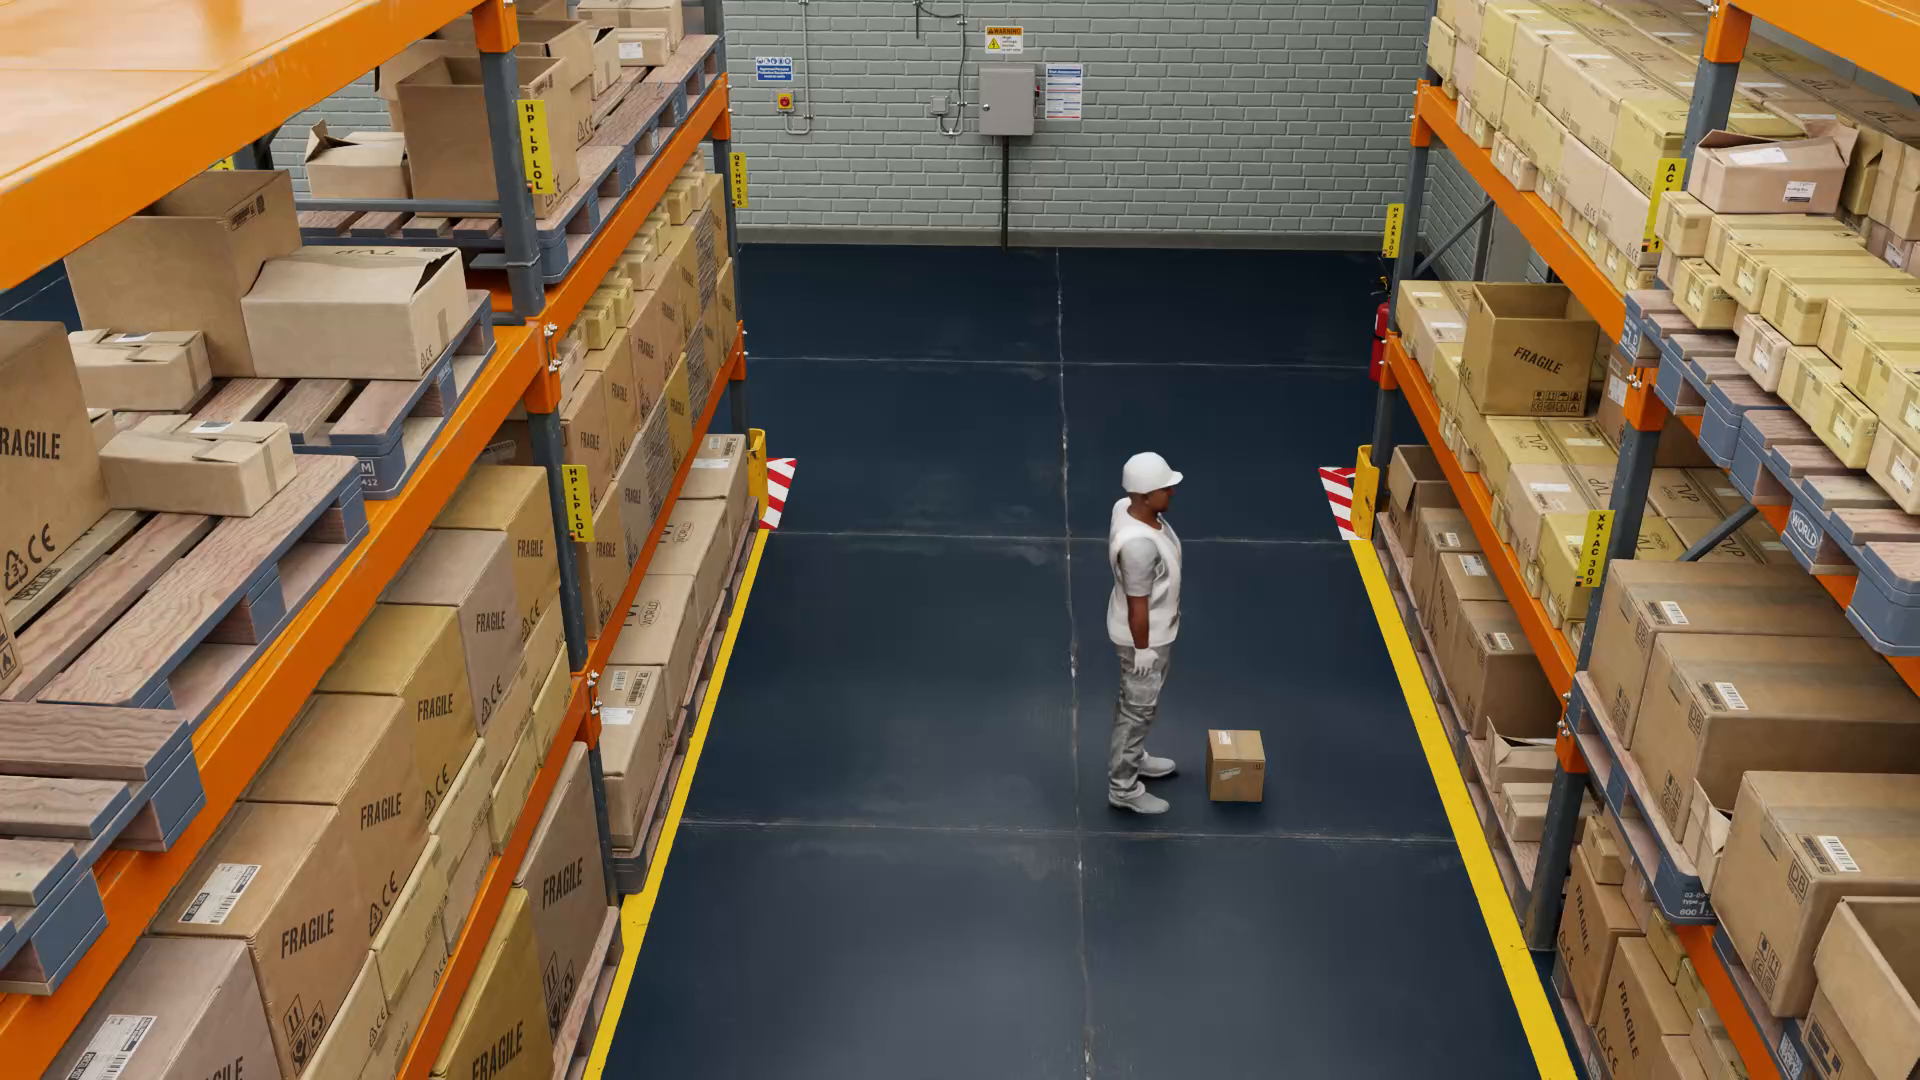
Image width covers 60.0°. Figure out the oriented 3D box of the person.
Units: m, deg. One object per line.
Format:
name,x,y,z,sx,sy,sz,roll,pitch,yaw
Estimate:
person,0.875,0.424,7.814,0.393,1.812,0.553,2,28,3
